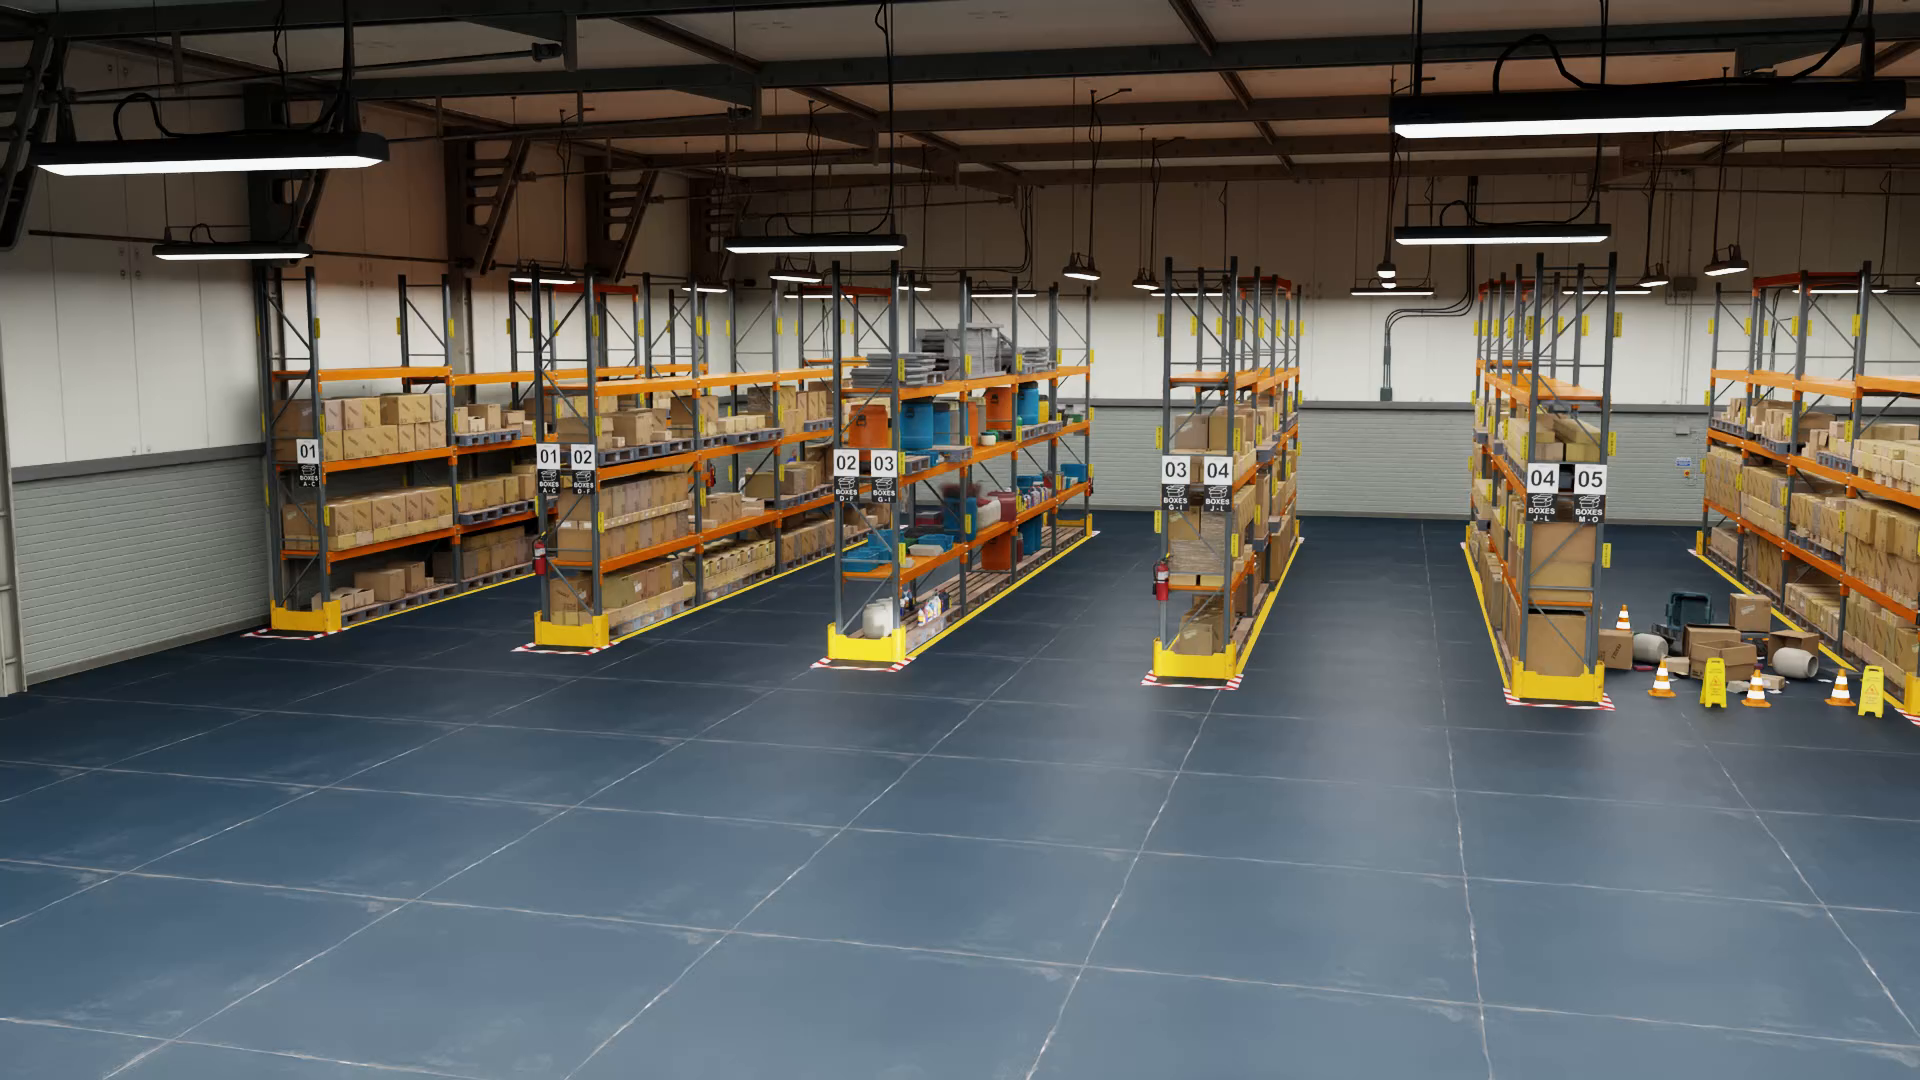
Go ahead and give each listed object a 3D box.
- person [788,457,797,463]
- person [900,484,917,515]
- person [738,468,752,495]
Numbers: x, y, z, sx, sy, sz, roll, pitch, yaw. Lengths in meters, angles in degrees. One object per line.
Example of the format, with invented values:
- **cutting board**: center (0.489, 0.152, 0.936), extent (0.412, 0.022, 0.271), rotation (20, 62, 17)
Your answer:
- **person**: center (-4.674, -1.654, 46.829), extent (0.869, 1.418, 0.426), rotation (5, 9, 36)
- **person**: center (-1.377, -1.575, 45.069), extent (0.441, 1.748, 0.554), rotation (2, 7, 15)
- **person**: center (-5.028, -0.926, 40.258), extent (0.708, 1.679, 0.665), rotation (3, 8, 22)
